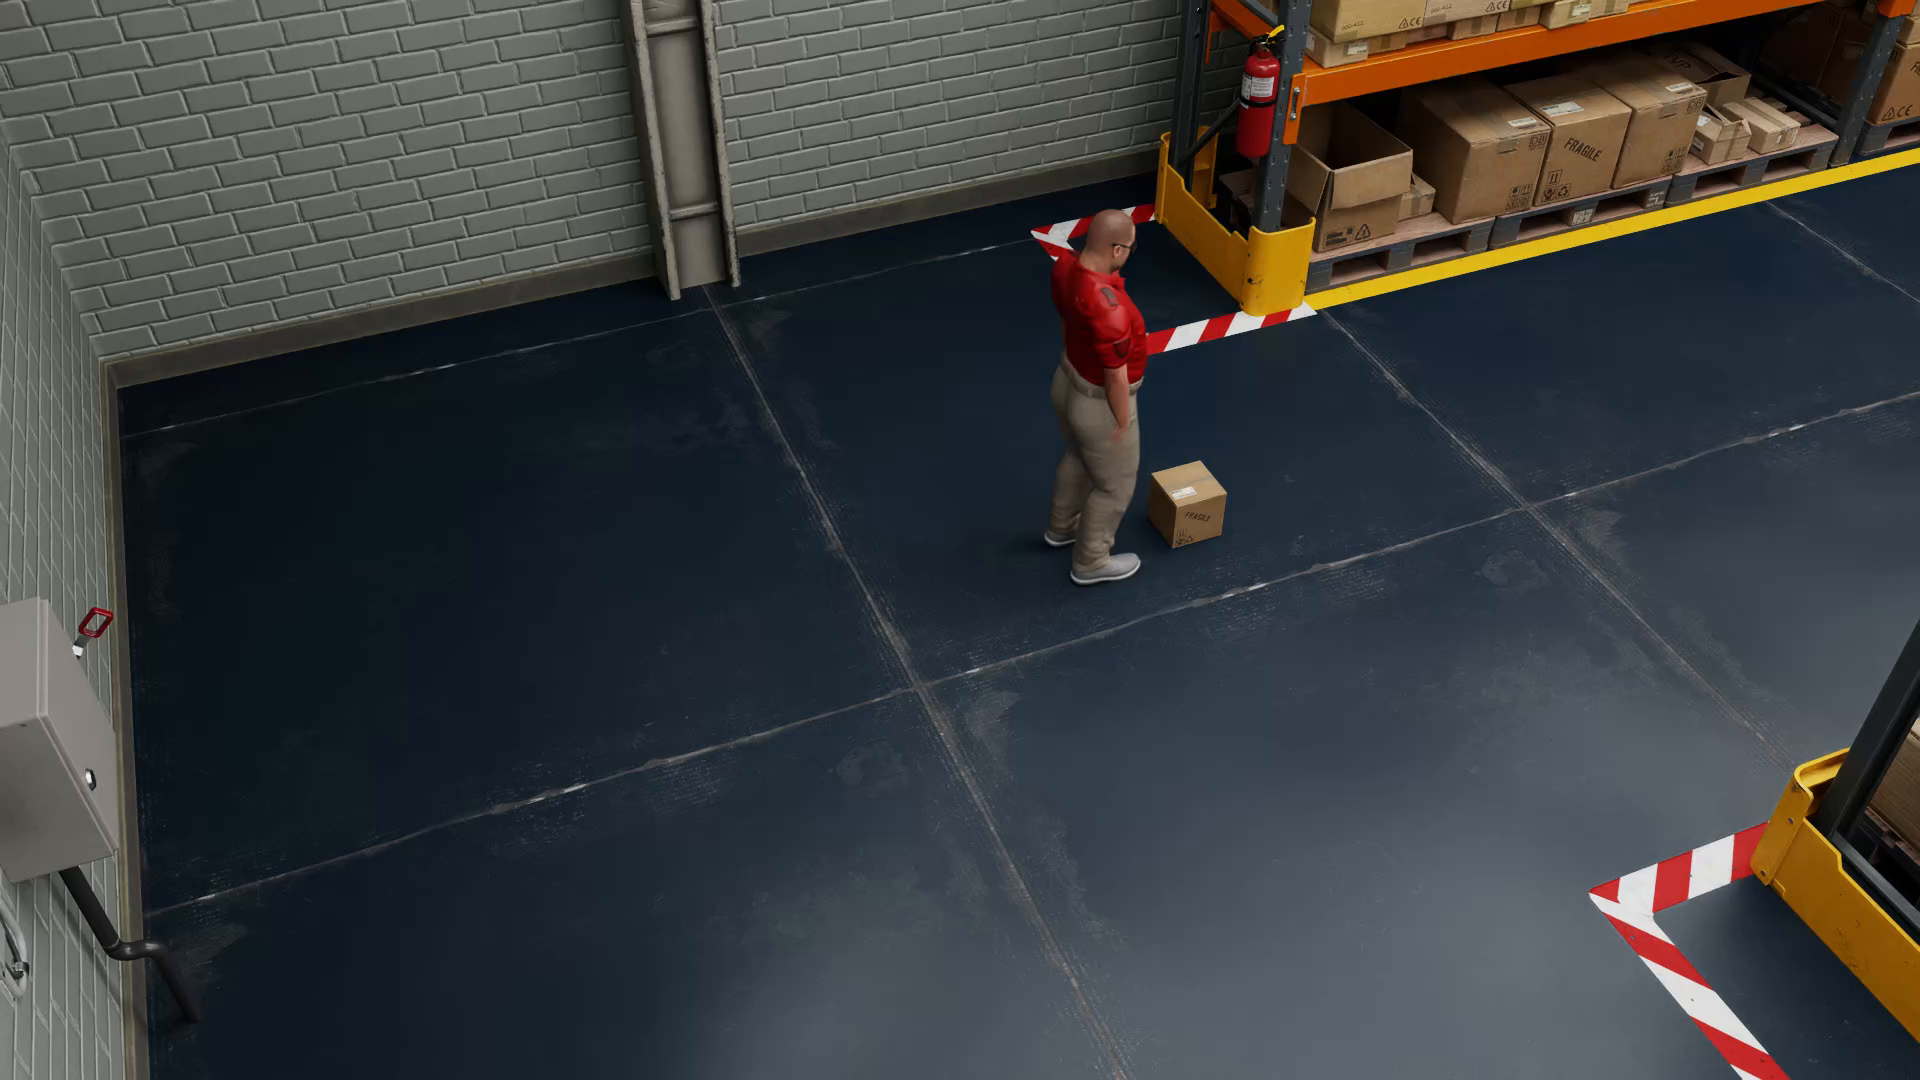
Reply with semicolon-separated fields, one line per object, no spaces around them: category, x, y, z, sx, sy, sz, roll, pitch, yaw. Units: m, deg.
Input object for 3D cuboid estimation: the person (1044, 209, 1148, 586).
person;0.566;-0.590;6.856;0.356;1.724;0.532;-14;43;-16
